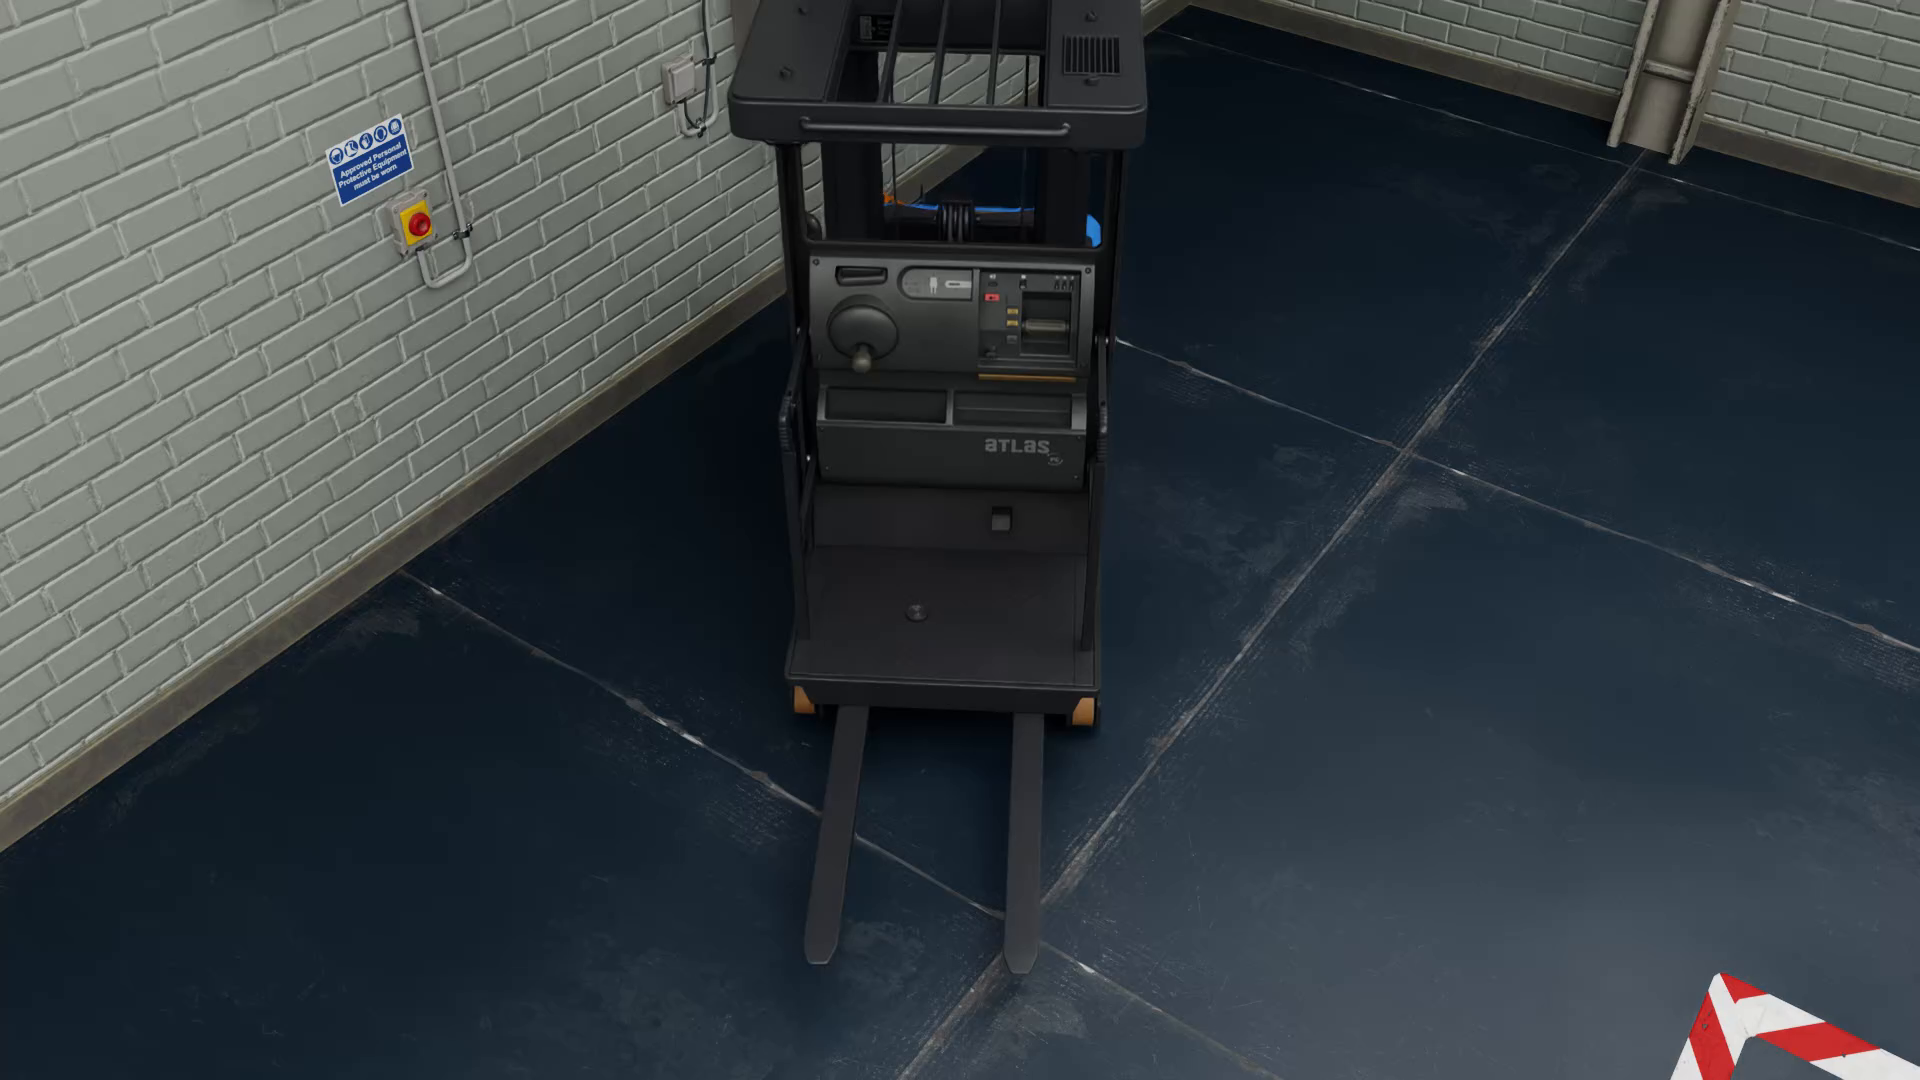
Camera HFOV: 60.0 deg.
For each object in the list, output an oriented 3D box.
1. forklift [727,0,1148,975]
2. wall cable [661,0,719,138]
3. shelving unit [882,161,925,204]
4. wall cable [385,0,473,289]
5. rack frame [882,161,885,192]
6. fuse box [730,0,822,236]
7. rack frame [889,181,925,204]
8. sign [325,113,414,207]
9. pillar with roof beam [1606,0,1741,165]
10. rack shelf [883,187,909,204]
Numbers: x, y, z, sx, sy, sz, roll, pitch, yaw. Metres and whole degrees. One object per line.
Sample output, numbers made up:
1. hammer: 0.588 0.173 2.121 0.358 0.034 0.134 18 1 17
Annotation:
1. forklift: -0.038 -0.650 5.279 1.130 2.935 3.031 2 42 2
2. wall cable: -1.162 -2.379 6.397 0.122 1.984 0.588 25 48 25
3. shelving unit: -0.303 -1.088 7.178 0.252 1.050 0.215 33 51 31
4. wall cable: -1.967 -1.612 5.517 0.123 1.953 0.585 25 48 25
5. rack frame: -0.391 -1.144 7.241 0.008 1.050 0.200 33 51 31
6. fuse box: -0.641 -1.833 7.515 0.414 1.711 0.539 25 48 25
7. rack frame: -0.216 -1.031 7.115 0.008 1.050 0.200 33 51 31
8. sign: -2.045 -1.319 5.772 0.001 0.218 0.327 25 48 25
9. pillar with roof beam: 1.348 -3.197 3.574 0.400 9.000 9.100 25 48 25
10. rack shelf: -0.303 -1.291 6.996 0.240 0.259 0.215 33 51 31
